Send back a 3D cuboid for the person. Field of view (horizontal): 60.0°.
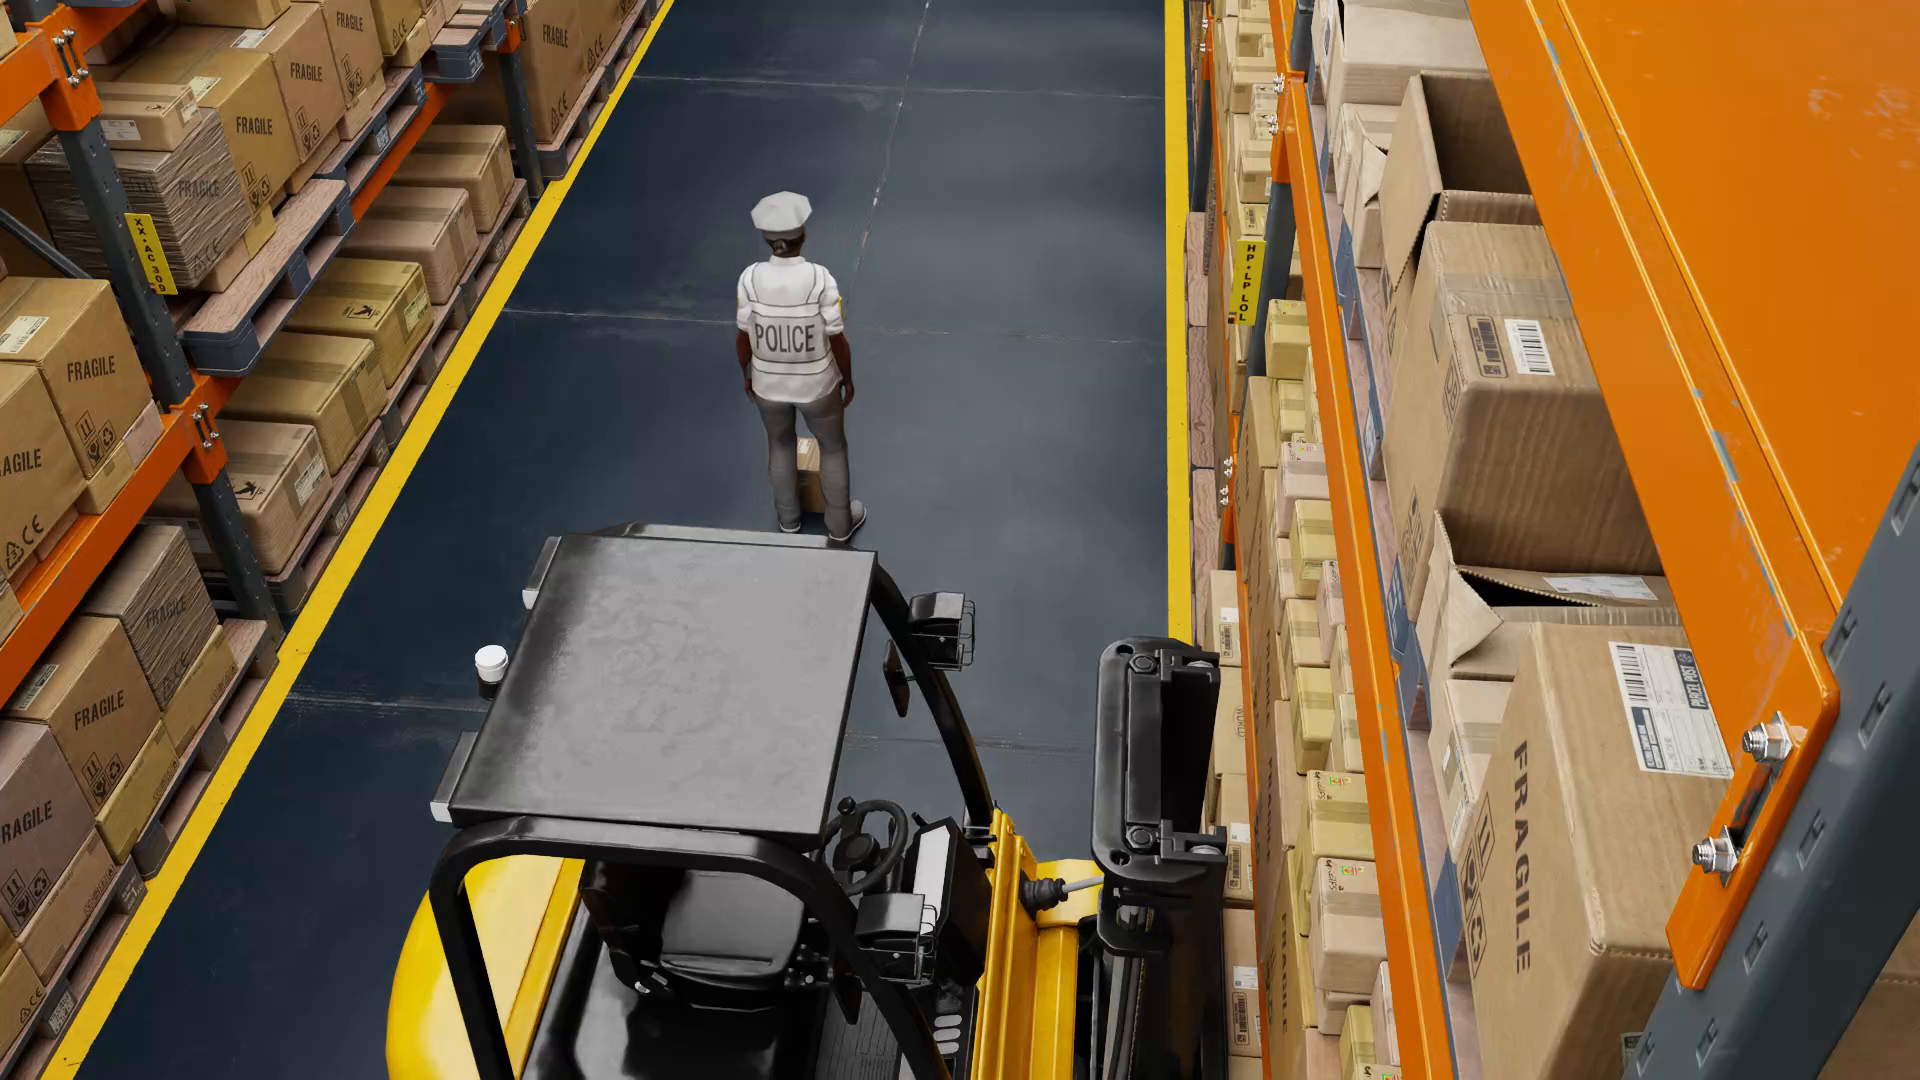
[{"bbox_3d":[-0.703,-0.699,7.273,0.506,1.660,0.415,3,40,4],"label":"person"}]
